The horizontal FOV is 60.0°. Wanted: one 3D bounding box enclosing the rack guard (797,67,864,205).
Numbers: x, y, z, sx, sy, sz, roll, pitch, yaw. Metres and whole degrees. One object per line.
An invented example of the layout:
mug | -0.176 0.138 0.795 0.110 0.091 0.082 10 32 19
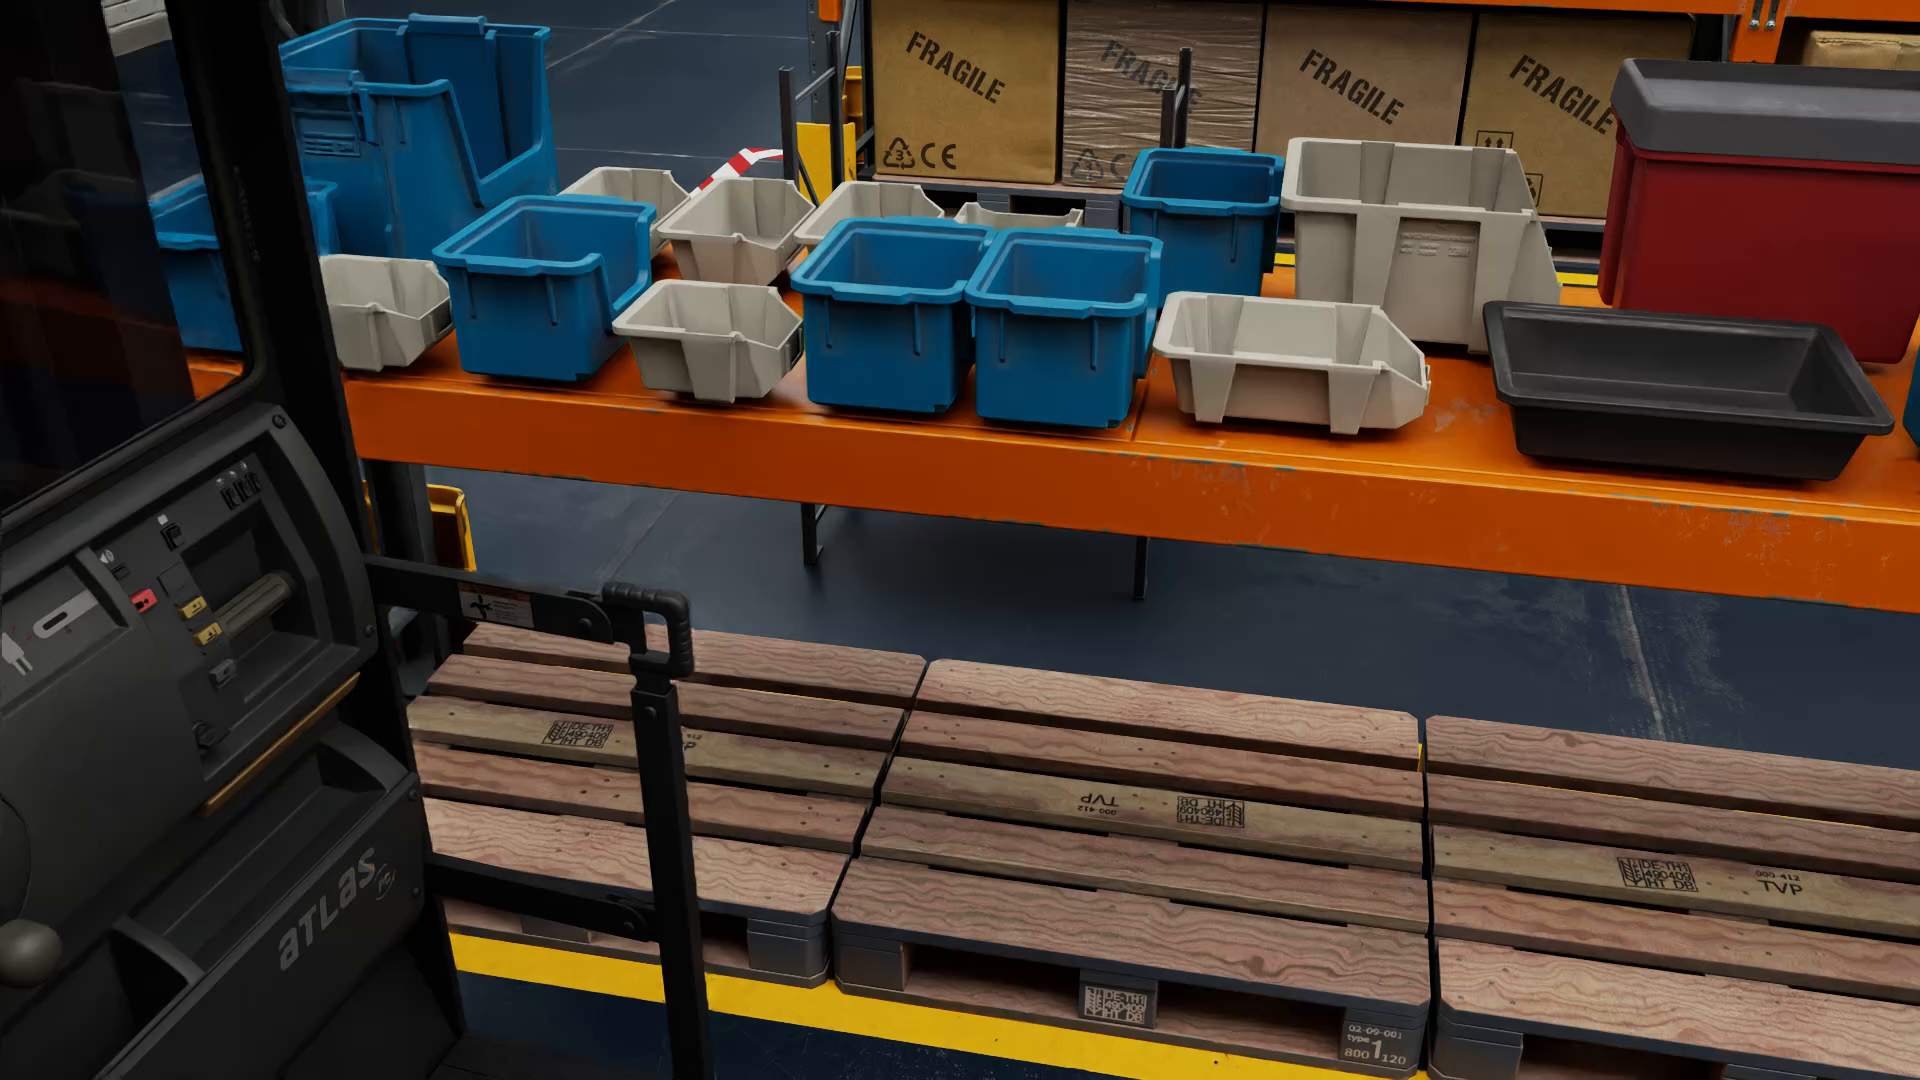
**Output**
rack guard | -0.558 -1.992 8.368 0.348 0.500 1.175 6 29 11

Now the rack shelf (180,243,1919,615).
rack shelf | 0.387 -0.244 3.321 4.000 0.370 1.077 6 29 11

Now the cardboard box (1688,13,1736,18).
cardboard box | 5.179 -3.893 11.403 0.500 0.500 0.500 7 29 13

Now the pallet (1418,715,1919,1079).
pallet | 1.616 0.809 3.553 1.213 0.211 1.003 6 29 11

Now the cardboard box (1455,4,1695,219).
cardboard box | 2.748 -2.041 7.629 0.875 0.875 0.875 6 29 11

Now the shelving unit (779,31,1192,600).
shelving unit | 0.083 -0.649 4.874 1.048 1.500 0.538 6 29 11

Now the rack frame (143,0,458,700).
rack frame | -1.569 -0.760 3.514 0.127 3.000 1.000 6 29 11

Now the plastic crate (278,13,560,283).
plastic crate | -1.203 -0.856 3.590 0.499 0.435 0.616 6 29 11

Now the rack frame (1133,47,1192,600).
rack frame | 0.581 -0.598 4.781 0.032 1.500 0.500 6 29 11

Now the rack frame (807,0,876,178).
rack frame | -0.535 -3.086 7.763 0.127 3.000 1.000 6 29 11

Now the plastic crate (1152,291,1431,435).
plastic crate | 0.577 -0.303 2.892 0.466 0.136 0.293 6 29 11

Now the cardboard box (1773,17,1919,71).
cardboard box | 4.007 -1.882 7.340 0.875 0.875 1.225 6 29 11

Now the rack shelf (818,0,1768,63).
rack shelf | 1.421 -2.570 7.569 4.000 0.370 1.077 6 29 11

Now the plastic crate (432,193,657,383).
plastic crate | -0.753 -0.467 3.092 0.300 0.233 0.416 6 29 11

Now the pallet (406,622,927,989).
pallet | -0.771 0.564 4.000 1.213 0.211 1.003 6 29 11

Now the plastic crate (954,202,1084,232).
plastic crate | 0.118 -0.600 3.435 0.250 0.136 0.298 6 29 11

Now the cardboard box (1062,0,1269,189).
cardboard box | 0.998 -2.220 7.957 0.875 0.875 0.875 6 29 11

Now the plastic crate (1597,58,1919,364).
plastic crate | 1.522 -0.620 3.130 0.583 0.464 0.402 6 29 11

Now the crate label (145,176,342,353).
crate label | -1.396 -0.533 3.212 0.303 0.233 0.416 6 29 11

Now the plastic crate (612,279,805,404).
plastic crate | -0.437 -0.352 2.982 0.298 0.136 0.250 6 29 11

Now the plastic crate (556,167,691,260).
plastic crate | -0.734 -0.674 3.569 0.243 0.136 0.396 6 29 11

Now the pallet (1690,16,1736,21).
pallet | 5.273 -3.703 11.795 1.213 0.211 1.003 6 29 11

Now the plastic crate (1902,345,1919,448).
plastic crate | 1.815 -0.265 2.564 0.575 0.384 0.392 6 29 11

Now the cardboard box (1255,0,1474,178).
cardboard box | 1.868 -2.131 7.794 0.875 0.875 0.875 6 29 11

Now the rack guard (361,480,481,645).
rack guard | -1.595 0.340 4.108 0.348 0.500 1.175 6 29 11

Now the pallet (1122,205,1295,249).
pallet | 1.453 -1.696 8.128 1.213 0.211 1.003 6 29 11

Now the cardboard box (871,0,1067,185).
cardboard box | 0.108 -2.311 8.124 0.875 0.875 0.875 6 29 11

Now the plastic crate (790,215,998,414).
plastic crate | -0.109 -0.401 2.971 0.300 0.233 0.416 6 29 11

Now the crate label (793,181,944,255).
crate label | -0.176 -0.621 3.474 0.243 0.136 0.396 6 29 11

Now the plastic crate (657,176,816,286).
plastic crate | -0.453 -0.638 3.504 0.243 0.136 0.396 6 29 11

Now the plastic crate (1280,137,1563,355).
plastic crate | 0.888 -0.573 3.233 0.530 0.282 0.437 6 29 11

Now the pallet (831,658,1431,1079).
pallet | 0.419 0.688 3.774 1.213 0.211 1.003 6 29 11

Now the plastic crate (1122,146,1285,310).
plastic crate | 0.493 -0.627 3.384 0.300 0.233 0.416 6 29 11

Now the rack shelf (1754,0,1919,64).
rack shelf | 5.333 -2.169 6.837 4.000 0.370 1.077 6 29 11

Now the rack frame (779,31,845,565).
rack frame | -0.414 -0.700 4.967 0.032 1.500 0.500 6 29 11

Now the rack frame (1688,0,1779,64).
rack frame | 3.377 -2.685 7.030 0.127 3.000 1.000 6 29 11

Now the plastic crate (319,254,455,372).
plastic crate | -1.100 -0.420 3.106 0.298 0.136 0.250 6 29 11

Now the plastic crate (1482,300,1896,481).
plastic crate | 1.192 -0.250 2.808 0.590 0.125 0.437 6 29 11

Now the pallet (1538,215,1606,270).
pallet | 2.650 -1.575 7.906 1.213 0.211 1.003 6 29 11

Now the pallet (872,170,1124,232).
pallet | 0.264 -1.819 8.353 1.213 0.211 1.003 6 29 11

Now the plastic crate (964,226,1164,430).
plastic crate | 0.185 -0.371 2.916 0.300 0.233 0.416 6 29 11
